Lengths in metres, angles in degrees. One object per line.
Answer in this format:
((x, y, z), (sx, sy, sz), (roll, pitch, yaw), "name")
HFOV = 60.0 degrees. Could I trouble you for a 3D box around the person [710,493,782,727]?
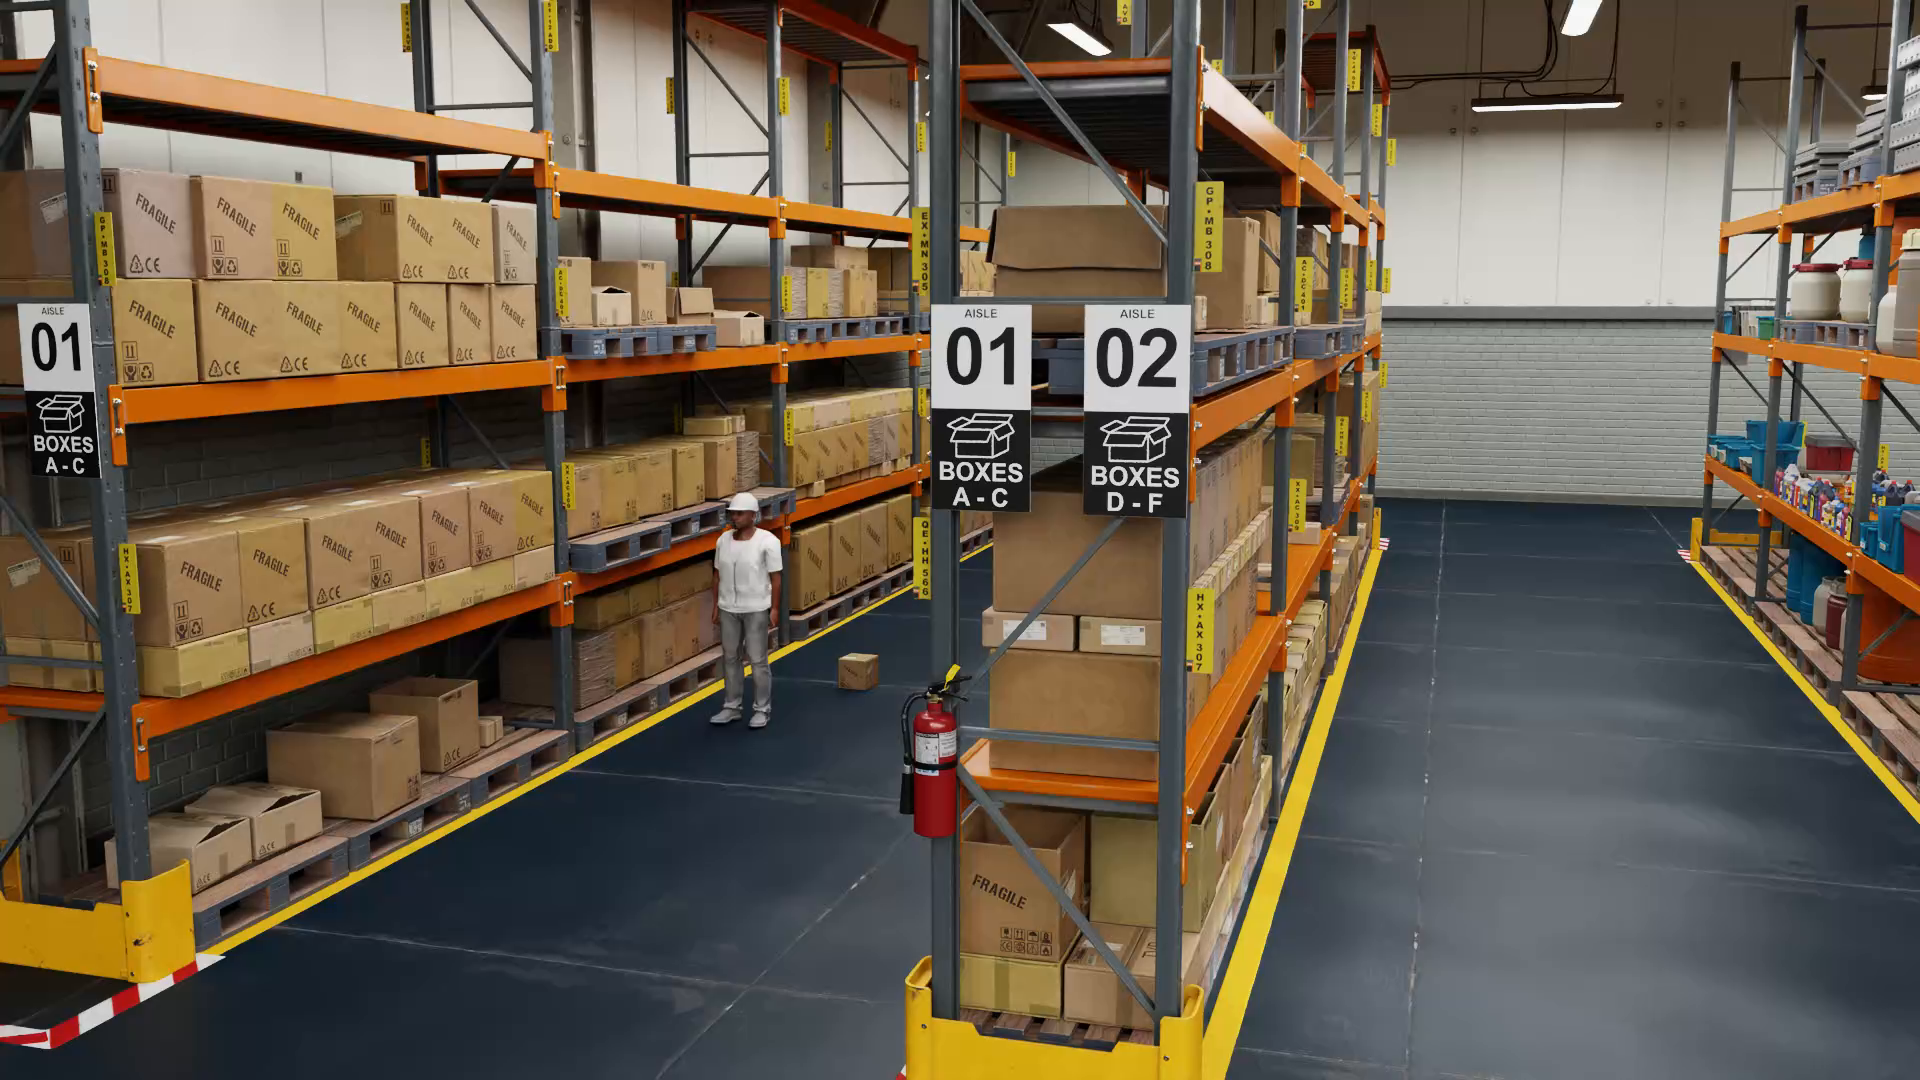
((-1.639, 0.526, 12.615), (0.564, 1.772, 0.370), (3, 9, 19), "person")
